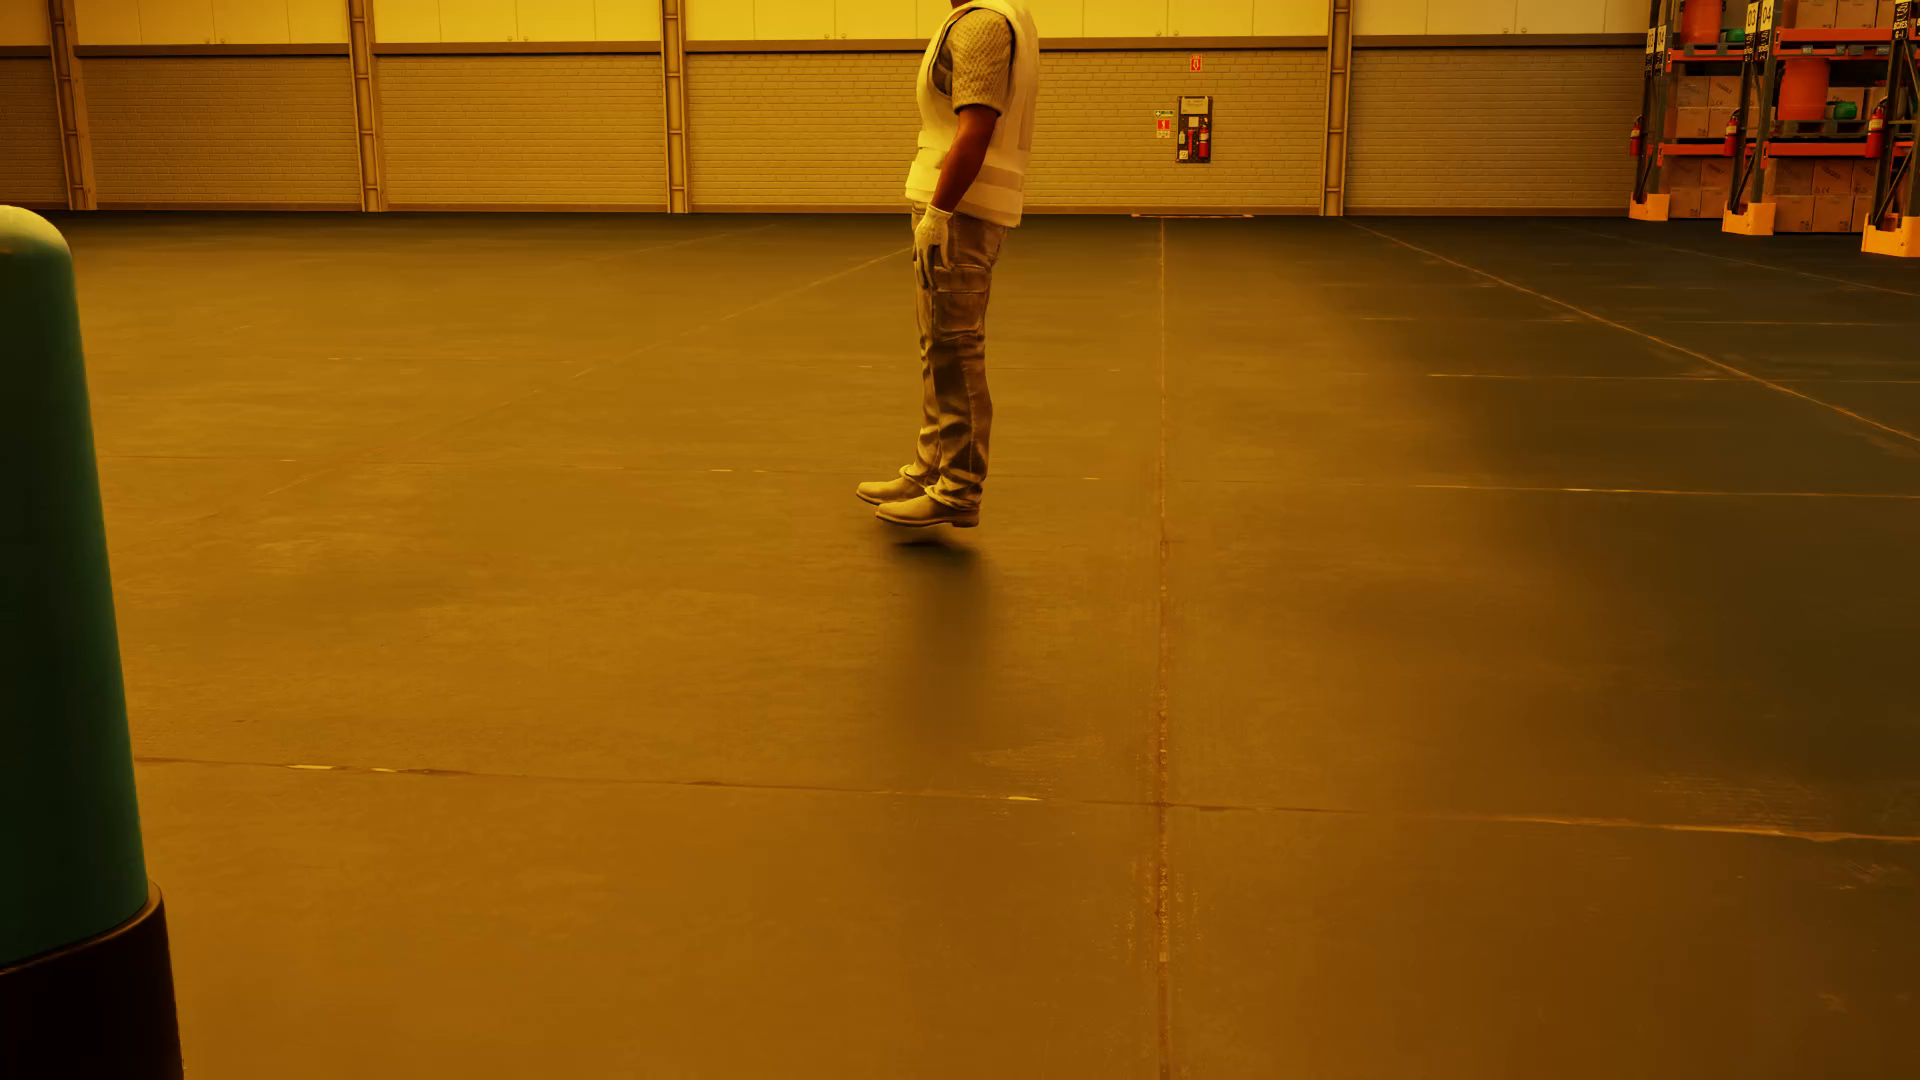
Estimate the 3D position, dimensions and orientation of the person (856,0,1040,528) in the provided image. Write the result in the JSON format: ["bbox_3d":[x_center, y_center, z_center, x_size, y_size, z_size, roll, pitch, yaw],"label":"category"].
[{"bbox_3d":[-0.070,-0.919,4.750,0.577,1.781,0.656,2,13,7],"label":"person"}]
